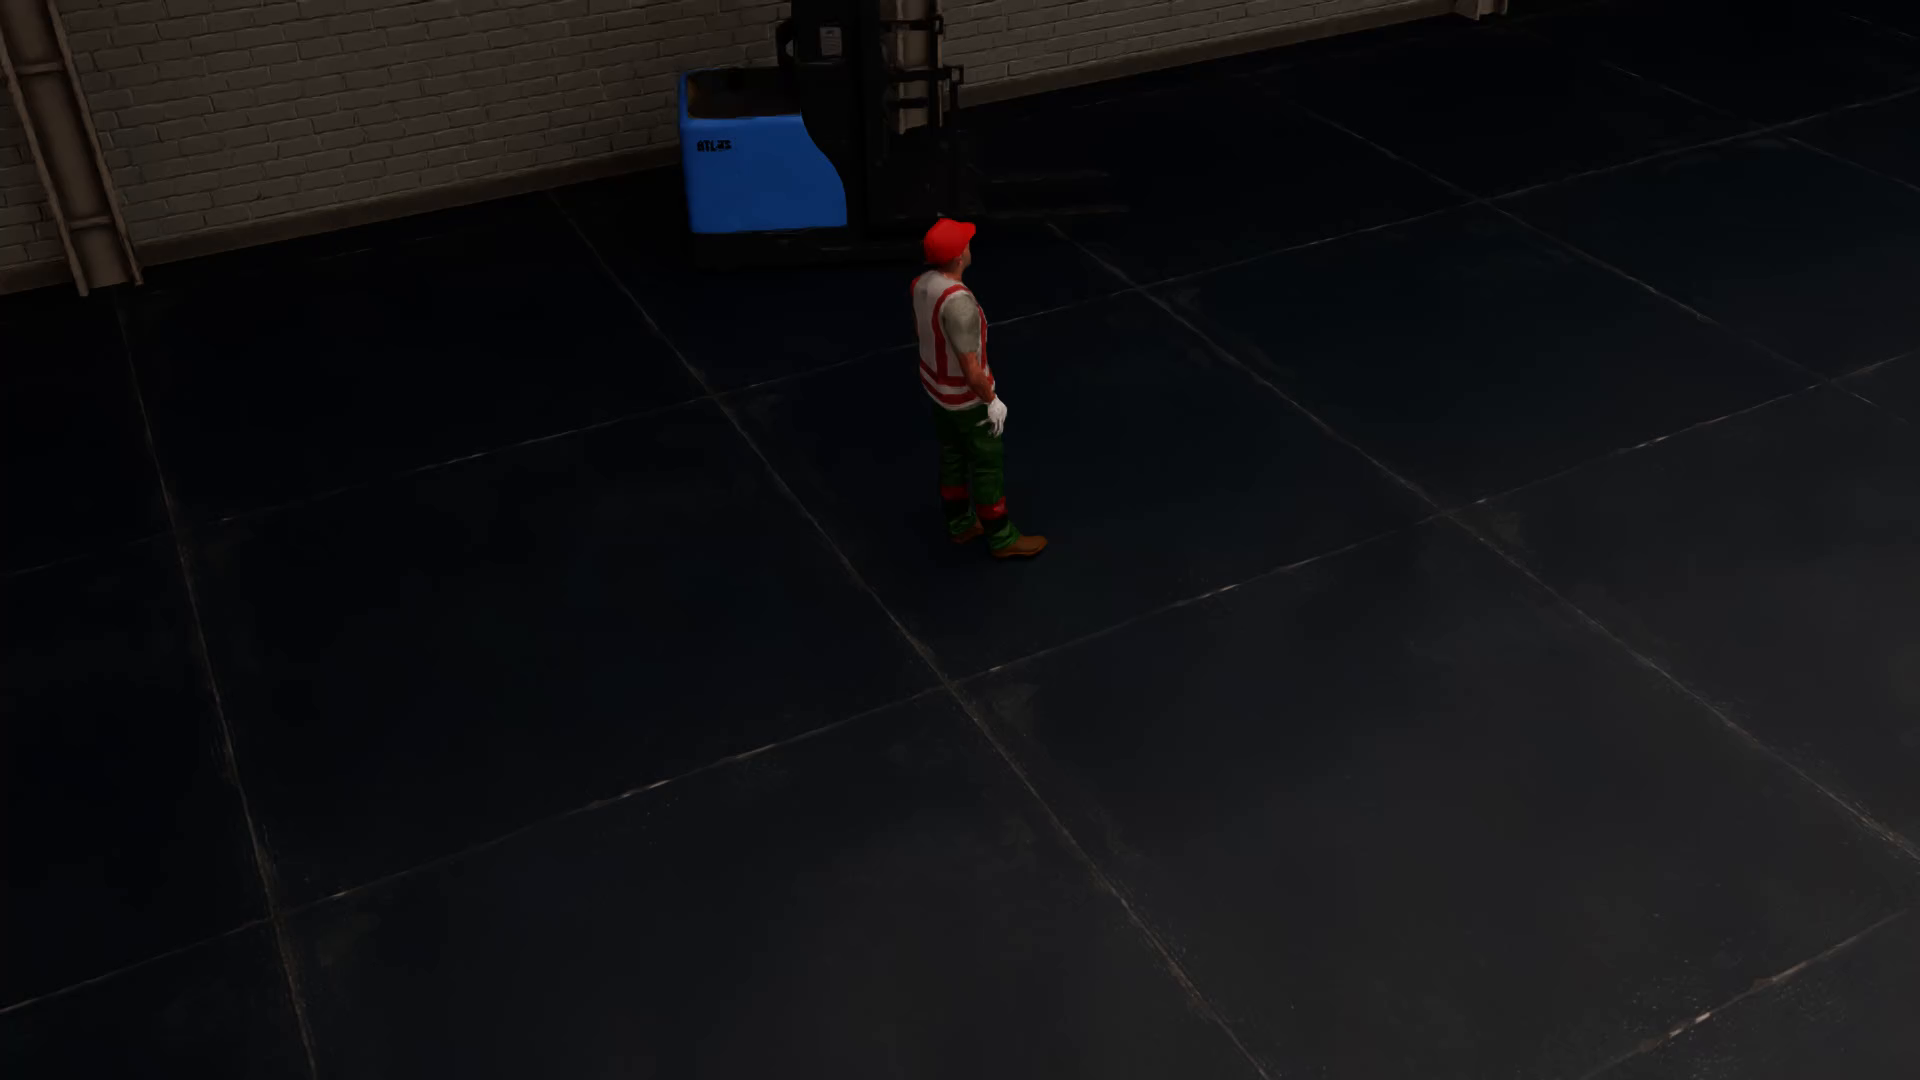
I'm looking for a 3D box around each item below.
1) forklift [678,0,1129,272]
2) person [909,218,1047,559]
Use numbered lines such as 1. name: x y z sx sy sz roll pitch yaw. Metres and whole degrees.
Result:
1. forklift: -0.374 -3.372 10.894 3.031 2.935 1.130 -5 36 -7
2. person: 0.076 -0.752 8.165 0.563 1.787 0.637 -17 39 -23
